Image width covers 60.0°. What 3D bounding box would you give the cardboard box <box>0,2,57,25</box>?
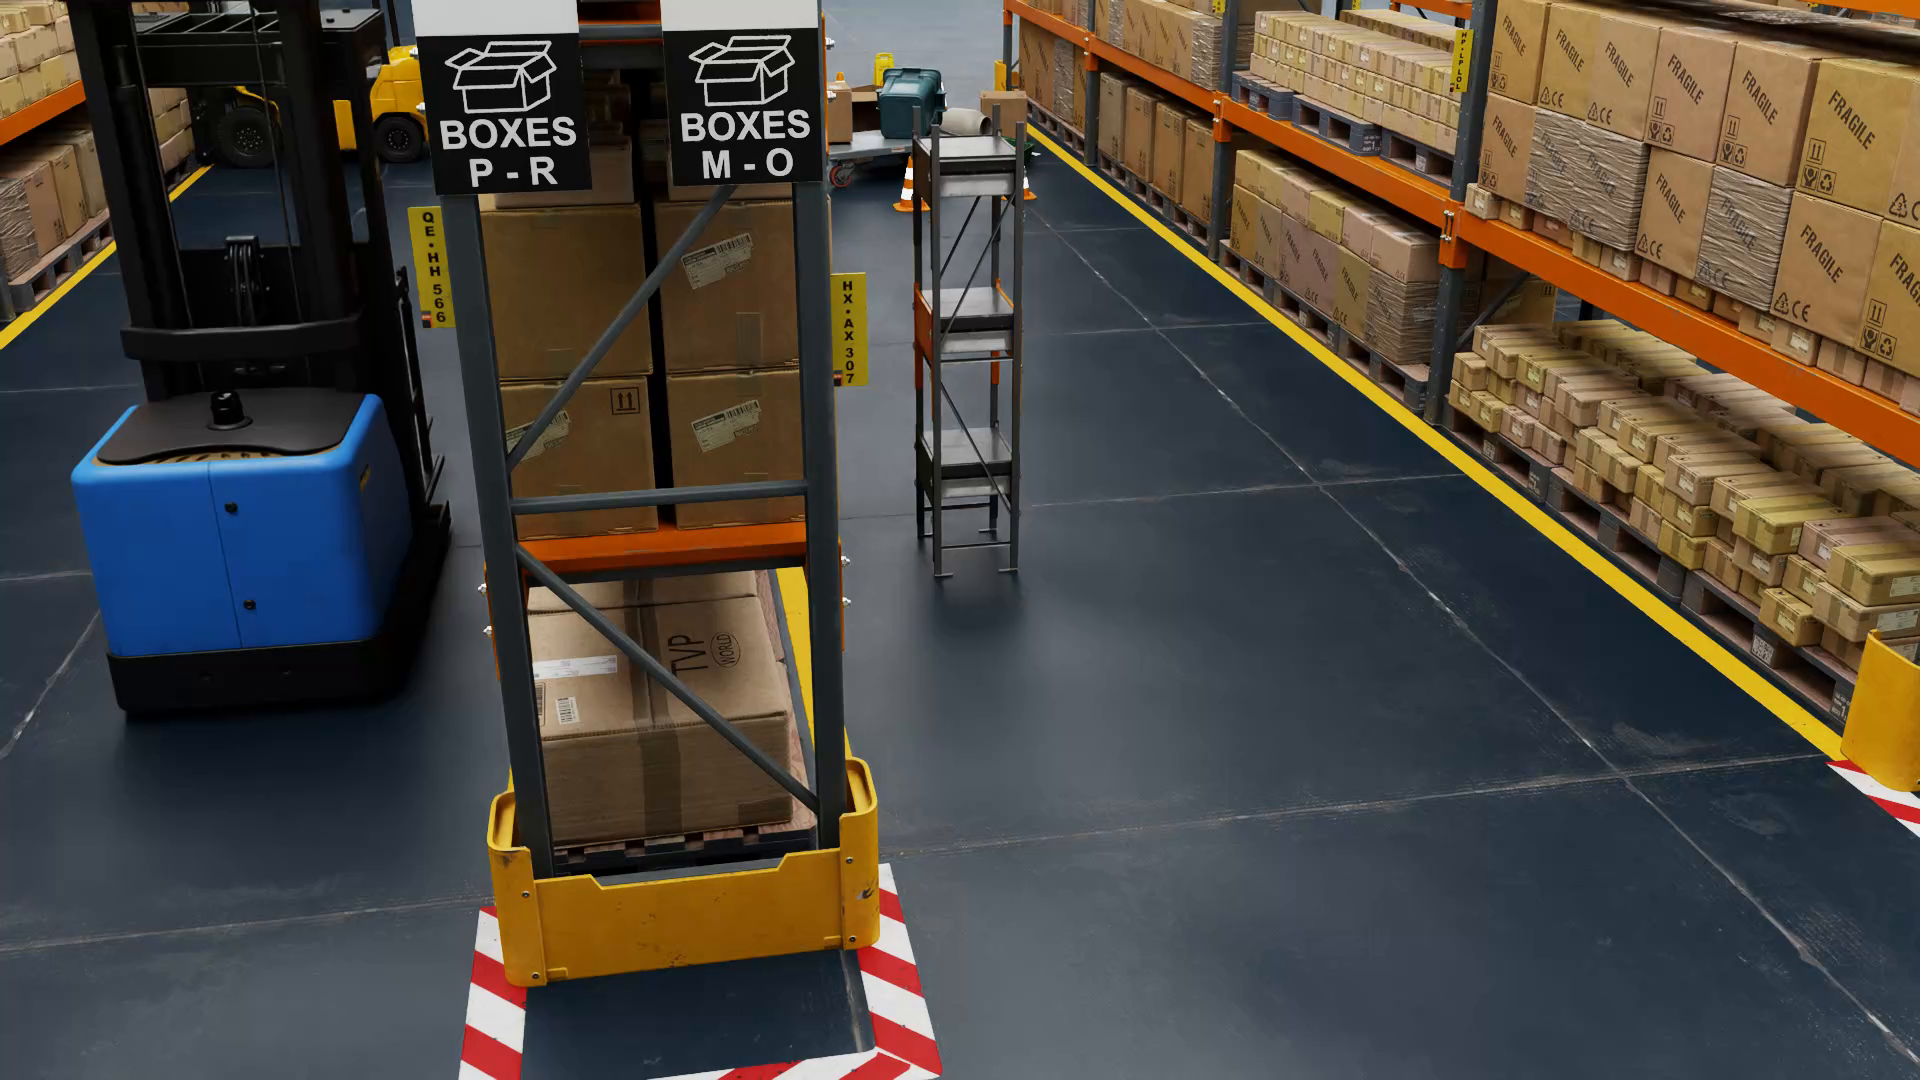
[{"bbox_3d":[-7.281,-4.094,12.940,0.380,0.149,0.250,-5,24,-11],"label":"cardboard box"}]

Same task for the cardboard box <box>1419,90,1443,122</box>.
[{"bbox_3d":[2.932,-2.555,9.770,0.380,0.149,0.250,-4,24,-9],"label":"cardboard box"}]

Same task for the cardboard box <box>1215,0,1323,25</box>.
[{"bbox_3d":[2.437,-4.351,13.089,0.700,0.500,0.500,-4,24,-10],"label":"cardboard box"}]

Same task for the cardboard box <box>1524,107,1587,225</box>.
[{"bbox_3d":[3.192,-1.870,8.288,0.500,0.500,0.500,-4,24,-10],"label":"cardboard box"}]

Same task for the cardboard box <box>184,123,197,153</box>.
[{"bbox_3d":[-7.937,-4.014,16.605,0.500,0.250,0.500,-4,24,-9],"label":"cardboard box"}]

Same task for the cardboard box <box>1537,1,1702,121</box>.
[{"bbox_3d":[3.204,-2.338,8.110,0.500,0.500,0.500,-5,24,-11],"label":"cardboard box"}]

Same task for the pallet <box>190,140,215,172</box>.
[{"bbox_3d":[-8.288,-3.987,17.114,1.003,0.211,1.213,-4,24,-10],"label":"pallet"}]

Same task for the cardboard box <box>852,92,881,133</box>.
[{"bbox_3d":[-0.821,-4.457,17.657,0.797,0.637,0.503,-4,24,-10],"label":"cardboard box"}]

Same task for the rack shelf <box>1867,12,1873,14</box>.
[{"bbox_3d":[11.161,-6.394,20.040,1.077,0.370,4.000,-4,24,-10],"label":"rack shelf"}]

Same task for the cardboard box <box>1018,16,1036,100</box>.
[{"bbox_3d":[1.221,-5.773,19.850,0.875,0.875,0.875,-4,24,-9],"label":"cardboard box"}]

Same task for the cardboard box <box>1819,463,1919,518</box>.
[{"bbox_3d":[4.009,-0.212,7.281,0.380,0.149,0.250,-5,24,-12],"label":"cardboard box"}]

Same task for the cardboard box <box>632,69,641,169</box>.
[{"bbox_3d":[-1.746,-1.989,7.681,0.500,0.500,0.500,-4,24,-9],"label":"cardboard box"}]

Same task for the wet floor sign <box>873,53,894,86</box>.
[{"bbox_3d":[-0.921,-5.602,20.270,0.267,0.644,0.232,-9,25,-19],"label":"wet floor sign"}]

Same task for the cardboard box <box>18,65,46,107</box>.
[{"bbox_3d":[-7.246,-3.419,12.517,0.500,0.250,0.500,-5,24,-11],"label":"cardboard box"}]

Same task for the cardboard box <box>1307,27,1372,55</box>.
[{"bbox_3d":[2.599,-3.410,11.356,0.380,0.149,0.250,-3,24,-7],"label":"cardboard box"}]

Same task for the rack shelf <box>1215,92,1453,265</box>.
[{"bbox_3d":[2.880,-2.553,11.246,1.077,0.370,4.000,-4,24,-10],"label":"rack shelf"}]

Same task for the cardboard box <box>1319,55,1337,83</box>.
[{"bbox_3d":[2.642,-3.171,11.181,0.380,0.149,0.250,-5,24,-10],"label":"cardboard box"}]

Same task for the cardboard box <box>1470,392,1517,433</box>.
[{"bbox_3d":[3.050,-0.710,9.166,0.380,0.149,0.250,-4,24,-8],"label":"cardboard box"}]

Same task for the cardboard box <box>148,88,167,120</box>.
[{"bbox_3d":[-7.734,-4.072,15.487,0.500,0.250,0.500,-5,24,-11],"label":"cardboard box"}]

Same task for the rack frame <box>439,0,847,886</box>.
[{"bbox_3d":[-0.857,-0.116,4.769,1.000,3.000,0.127,-4,24,-10],"label":"rack frame"}]

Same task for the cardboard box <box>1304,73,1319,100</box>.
[{"bbox_3d":[2.597,-3.133,11.466,0.380,0.149,0.250,-4,24,-8],"label":"cardboard box"}]

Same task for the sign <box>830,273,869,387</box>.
[{"bbox_3d":[-0.310,-0.588,4.668,0.100,0.325,0.005,-4,24,-10],"label":"sign"}]

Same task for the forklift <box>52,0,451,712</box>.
[{"bbox_3d":[-3.050,-1.228,7.399,1.130,2.935,3.031,-4,24,-9],"label":"forklift"}]

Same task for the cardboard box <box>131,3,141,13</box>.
[{"bbox_3d":[-7.779,-4.707,15.156,0.500,0.500,0.500,-5,24,-11],"label":"cardboard box"}]

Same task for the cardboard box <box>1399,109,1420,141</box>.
[{"bbox_3d":[2.889,-2.515,10.050,0.380,0.149,0.250,-4,24,-10],"label":"cardboard box"}]

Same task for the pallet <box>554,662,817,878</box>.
[{"bbox_3d":[-1.081,0.853,6.034,1.003,0.211,1.213,-4,24,-10],"label":"pallet"}]

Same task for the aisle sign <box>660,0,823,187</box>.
[{"bbox_3d":[-0.558,-1.301,4.233,0.394,0.787,0.004,-4,24,-10],"label":"aisle sign"}]

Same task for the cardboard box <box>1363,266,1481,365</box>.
[{"bbox_3d":[2.865,-1.415,10.341,0.500,0.500,0.500,-5,24,-11],"label":"cardboard box"}]

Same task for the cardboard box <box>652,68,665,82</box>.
[{"bbox_3d":[-0.992,-1.790,6.417,0.380,0.149,0.250,-4,24,-10],"label":"cardboard box"}]

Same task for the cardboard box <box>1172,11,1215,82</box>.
[{"bbox_3d":[2.072,-4.069,13.693,0.500,0.500,0.500,-4,24,-10],"label":"cardboard box"}]

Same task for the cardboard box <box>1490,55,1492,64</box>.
[{"bbox_3d":[3.483,-2.943,10.288,0.380,0.149,0.250,-5,24,-10],"label":"cardboard box"}]

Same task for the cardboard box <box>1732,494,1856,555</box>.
[{"bbox_3d":[3.480,-0.066,6.948,0.380,0.149,0.250,-5,24,-11],"label":"cardboard box"}]

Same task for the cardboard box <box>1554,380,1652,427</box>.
[{"bbox_3d":[3.235,-0.688,8.372,0.380,0.149,0.250,-4,24,-9],"label":"cardboard box"}]

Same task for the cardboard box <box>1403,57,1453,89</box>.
[{"bbox_3d":[2.887,-2.797,9.952,0.380,0.149,0.250,-5,24,-11],"label":"cardboard box"}]

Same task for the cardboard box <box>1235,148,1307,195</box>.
[{"bbox_3d":[2.400,-2.771,12.508,0.500,0.250,0.500,-5,24,-12],"label":"cardboard box"}]

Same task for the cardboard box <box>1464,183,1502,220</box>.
[{"bbox_3d":[2.980,-1.845,9.041,0.380,0.149,0.250,-3,24,-8],"label":"cardboard box"}]

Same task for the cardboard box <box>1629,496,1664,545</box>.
[{"bbox_3d":[3.378,-0.105,7.780,0.380,0.149,0.250,-4,24,-9],"label":"cardboard box"}]

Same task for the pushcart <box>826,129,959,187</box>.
[{"bbox_3d":[-0.844,-3.823,16.532,1.648,0.377,0.936,-13,27,-28],"label":"pushcart"}]

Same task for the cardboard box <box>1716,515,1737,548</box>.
[{"bbox_3d":[3.565,-0.049,7.280,0.380,0.149,0.250,-5,24,-10],"label":"cardboard box"}]

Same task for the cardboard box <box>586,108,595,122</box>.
[{"bbox_3d":[-1.321,-1.237,5.151,0.380,0.149,0.250,-5,24,-10],"label":"cardboard box"}]

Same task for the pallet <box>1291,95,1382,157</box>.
[{"bbox_3d":[2.916,-2.806,11.166,1.003,0.211,1.213,-4,24,-10],"label":"pallet"}]

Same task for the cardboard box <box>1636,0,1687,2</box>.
[{"bbox_3d":[3.602,-2.571,8.644,0.500,0.500,0.500,-5,24,-12],"label":"cardboard box"}]

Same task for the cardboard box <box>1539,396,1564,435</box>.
[{"bbox_3d":[3.265,-0.659,8.678,0.380,0.149,0.250,-6,24,-12],"label":"cardboard box"}]

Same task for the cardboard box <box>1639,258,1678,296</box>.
[{"bbox_3d":[3.367,-1.229,7.630,0.380,0.149,0.250,-3,24,-8],"label":"cardboard box"}]

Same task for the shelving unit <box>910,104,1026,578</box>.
[{"bbox_3d":[0.031,-0.897,7.681,0.431,2.100,0.503,-4,24,-10],"label":"shelving unit"}]

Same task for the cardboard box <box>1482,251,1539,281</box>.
[{"bbox_3d":[3.373,-1.797,10.278,0.500,0.250,0.500,-5,24,-12],"label":"cardboard box"}]

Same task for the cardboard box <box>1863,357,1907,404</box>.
[{"bbox_3d":[3.642,-0.615,6.225,0.380,0.149,0.250,-4,24,-10],"label":"cardboard box"}]

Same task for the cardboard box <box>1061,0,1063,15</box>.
[{"bbox_3d":[1.582,-5.891,17.804,0.875,0.550,0.550,-4,24,-10],"label":"cardboard box"}]

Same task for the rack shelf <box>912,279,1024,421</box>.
[{"bbox_3d":[0.031,-0.885,7.686,0.431,0.518,0.480,-4,24,-10],"label":"rack shelf"}]

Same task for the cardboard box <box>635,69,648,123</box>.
[{"bbox_3d":[-1.152,-1.828,7.315,0.500,0.500,0.500,-5,24,-11],"label":"cardboard box"}]

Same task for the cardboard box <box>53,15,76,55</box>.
[{"bbox_3d":[-7.420,-4.051,13.339,0.500,0.250,0.500,-4,24,-9],"label":"cardboard box"}]

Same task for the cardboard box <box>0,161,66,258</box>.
[{"bbox_3d":[-7.444,-2.501,12.672,0.875,0.625,0.625,-4,24,-8],"label":"cardboard box"}]

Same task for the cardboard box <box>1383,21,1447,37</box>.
[{"bbox_3d":[3.197,-3.554,11.685,0.380,0.149,0.250,-4,24,-8],"label":"cardboard box"}]

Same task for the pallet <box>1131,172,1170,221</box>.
[{"bbox_3d":[2.216,-3.186,15.281,1.003,0.211,1.213,-4,24,-10],"label":"pallet"}]

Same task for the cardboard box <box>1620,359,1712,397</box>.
[{"bbox_3d":[3.682,-0.831,8.699,0.380,0.149,0.250,-4,24,-8],"label":"cardboard box"}]

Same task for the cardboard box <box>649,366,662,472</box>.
[{"bbox_3d":[-1.284,-0.531,5.593,0.500,0.500,0.500,-5,24,-11],"label":"cardboard box"}]

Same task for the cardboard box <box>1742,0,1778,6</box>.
[{"bbox_3d":[7.062,-4.656,14.514,0.700,0.500,0.500,-1,24,-2],"label":"cardboard box"}]
